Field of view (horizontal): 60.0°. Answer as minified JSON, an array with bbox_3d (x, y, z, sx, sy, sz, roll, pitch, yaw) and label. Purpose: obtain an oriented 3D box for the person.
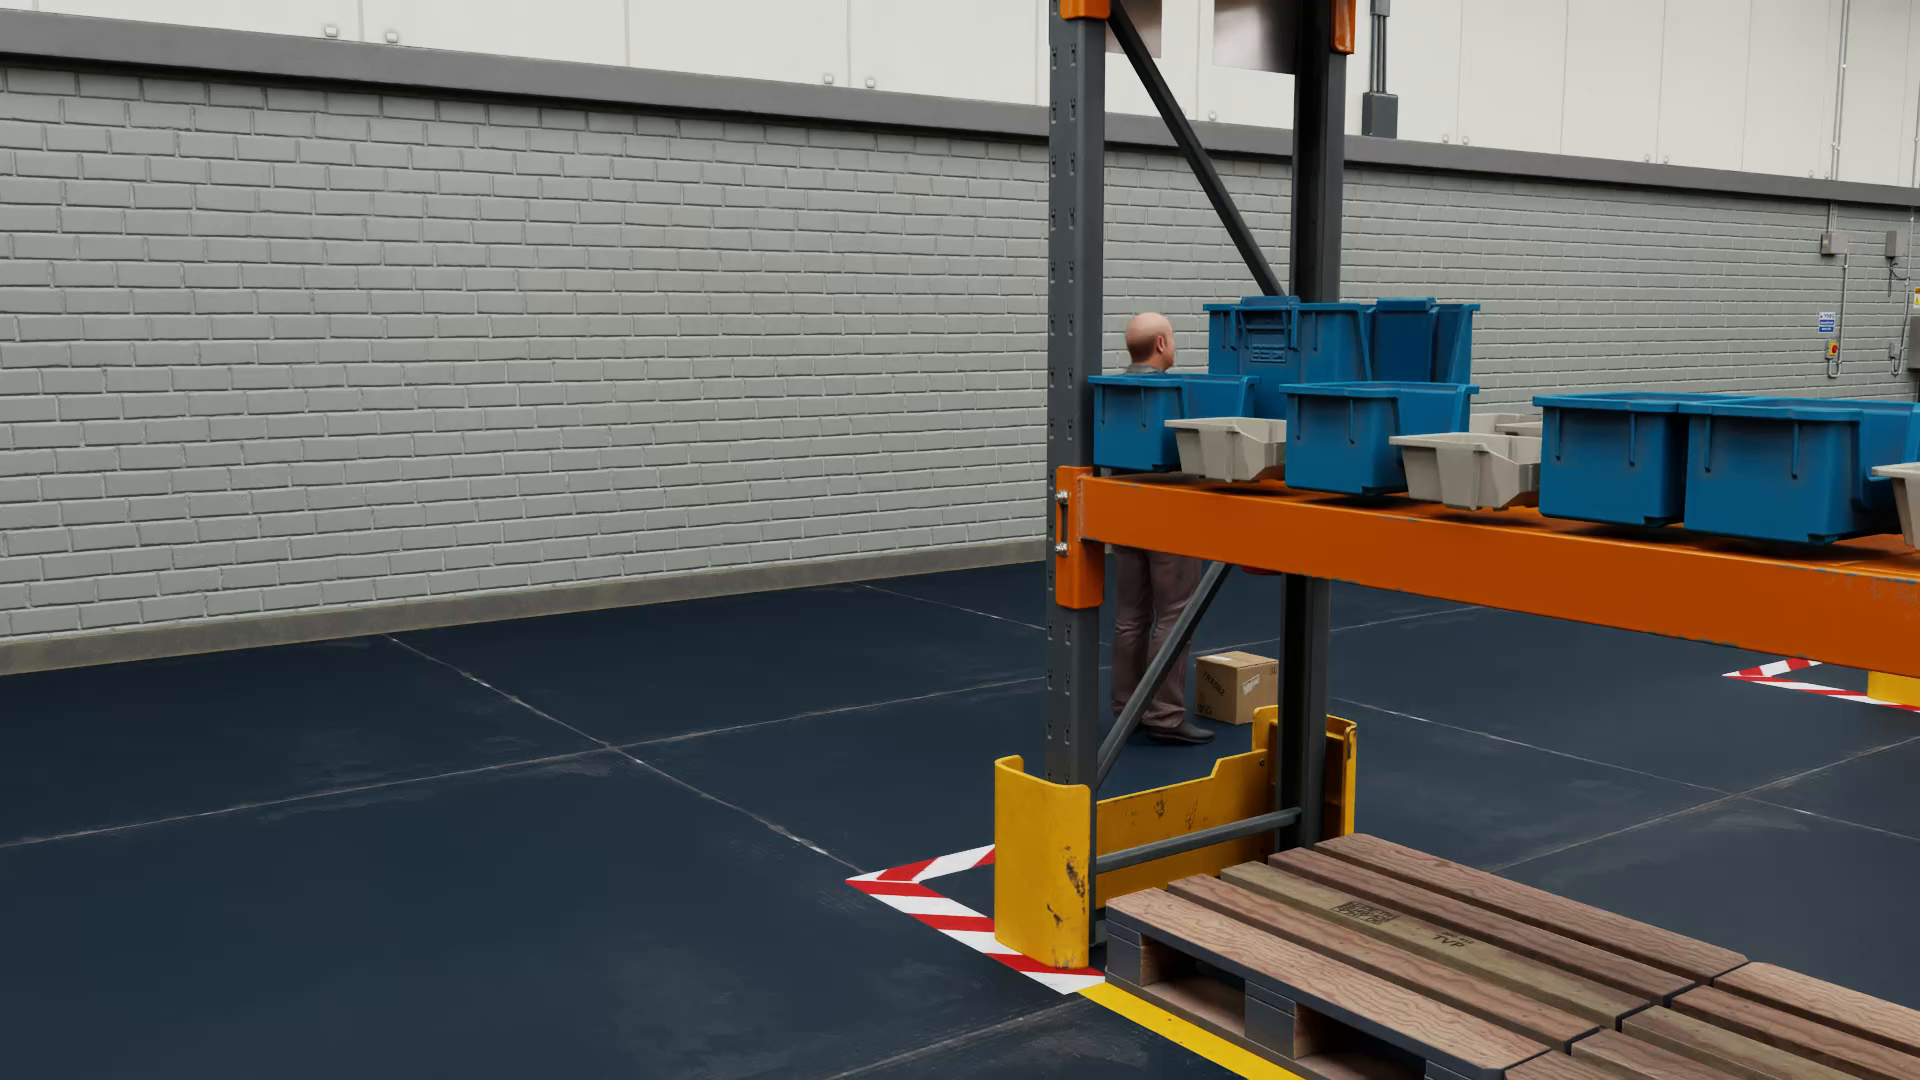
[{"bbox_3d":[0.795,-0.052,6.799,0.358,1.740,0.544,-6,10,-36],"label":"person"}]
